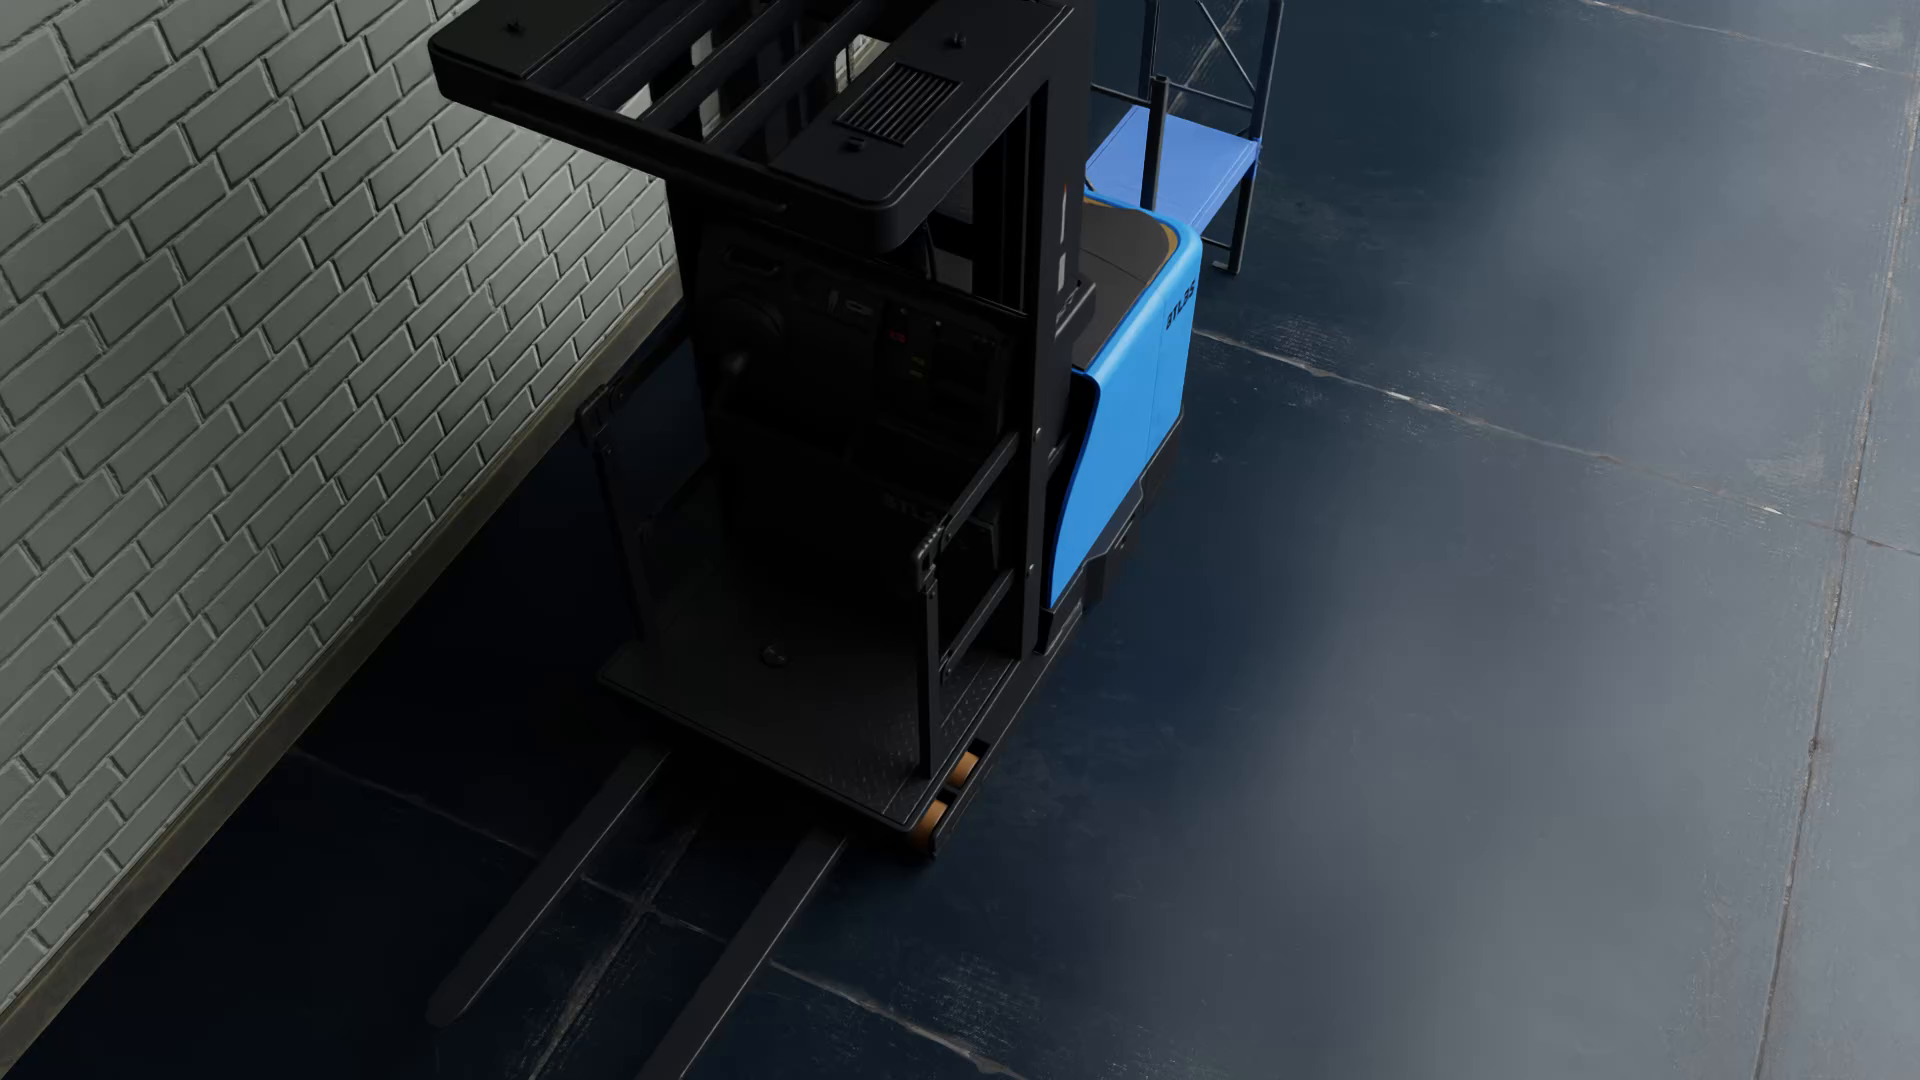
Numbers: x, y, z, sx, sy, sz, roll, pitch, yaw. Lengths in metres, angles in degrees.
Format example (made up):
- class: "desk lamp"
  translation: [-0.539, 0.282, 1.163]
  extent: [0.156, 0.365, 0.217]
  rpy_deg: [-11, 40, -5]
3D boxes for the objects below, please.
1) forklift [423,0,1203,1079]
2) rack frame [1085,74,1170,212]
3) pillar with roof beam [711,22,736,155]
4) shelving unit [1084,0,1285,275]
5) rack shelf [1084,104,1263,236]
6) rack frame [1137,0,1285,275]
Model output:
- class: "forklift"
  translation: [-0.387, -0.424, 4.186]
  extent: [1.130, 2.935, 3.031]
  rpy_deg: [23, 53, 18]
- class: "rack frame"
  translation: [0.400, -0.973, 5.593]
  extent: [0.500, 1.500, 0.032]
  rpy_deg: [23, 53, 18]
- class: "pillar with roof beam"
  translation: [3.188, -2.900, 2.309]
  extent: [9.100, 9.000, 0.400]
  rpy_deg: [20, 52, 16]
- class: "shelving unit"
  translation: [0.649, -1.311, 5.881]
  extent: [0.538, 1.500, 1.048]
  rpy_deg: [23, 53, 18]
- class: "rack shelf"
  translation: [0.649, -1.194, 6.018]
  extent: [0.538, 0.185, 1.000]
  rpy_deg: [23, 53, 18]
- class: "rack frame"
  translation: [0.897, -1.649, 6.168]
  extent: [0.500, 1.500, 0.032]
  rpy_deg: [23, 53, 18]
